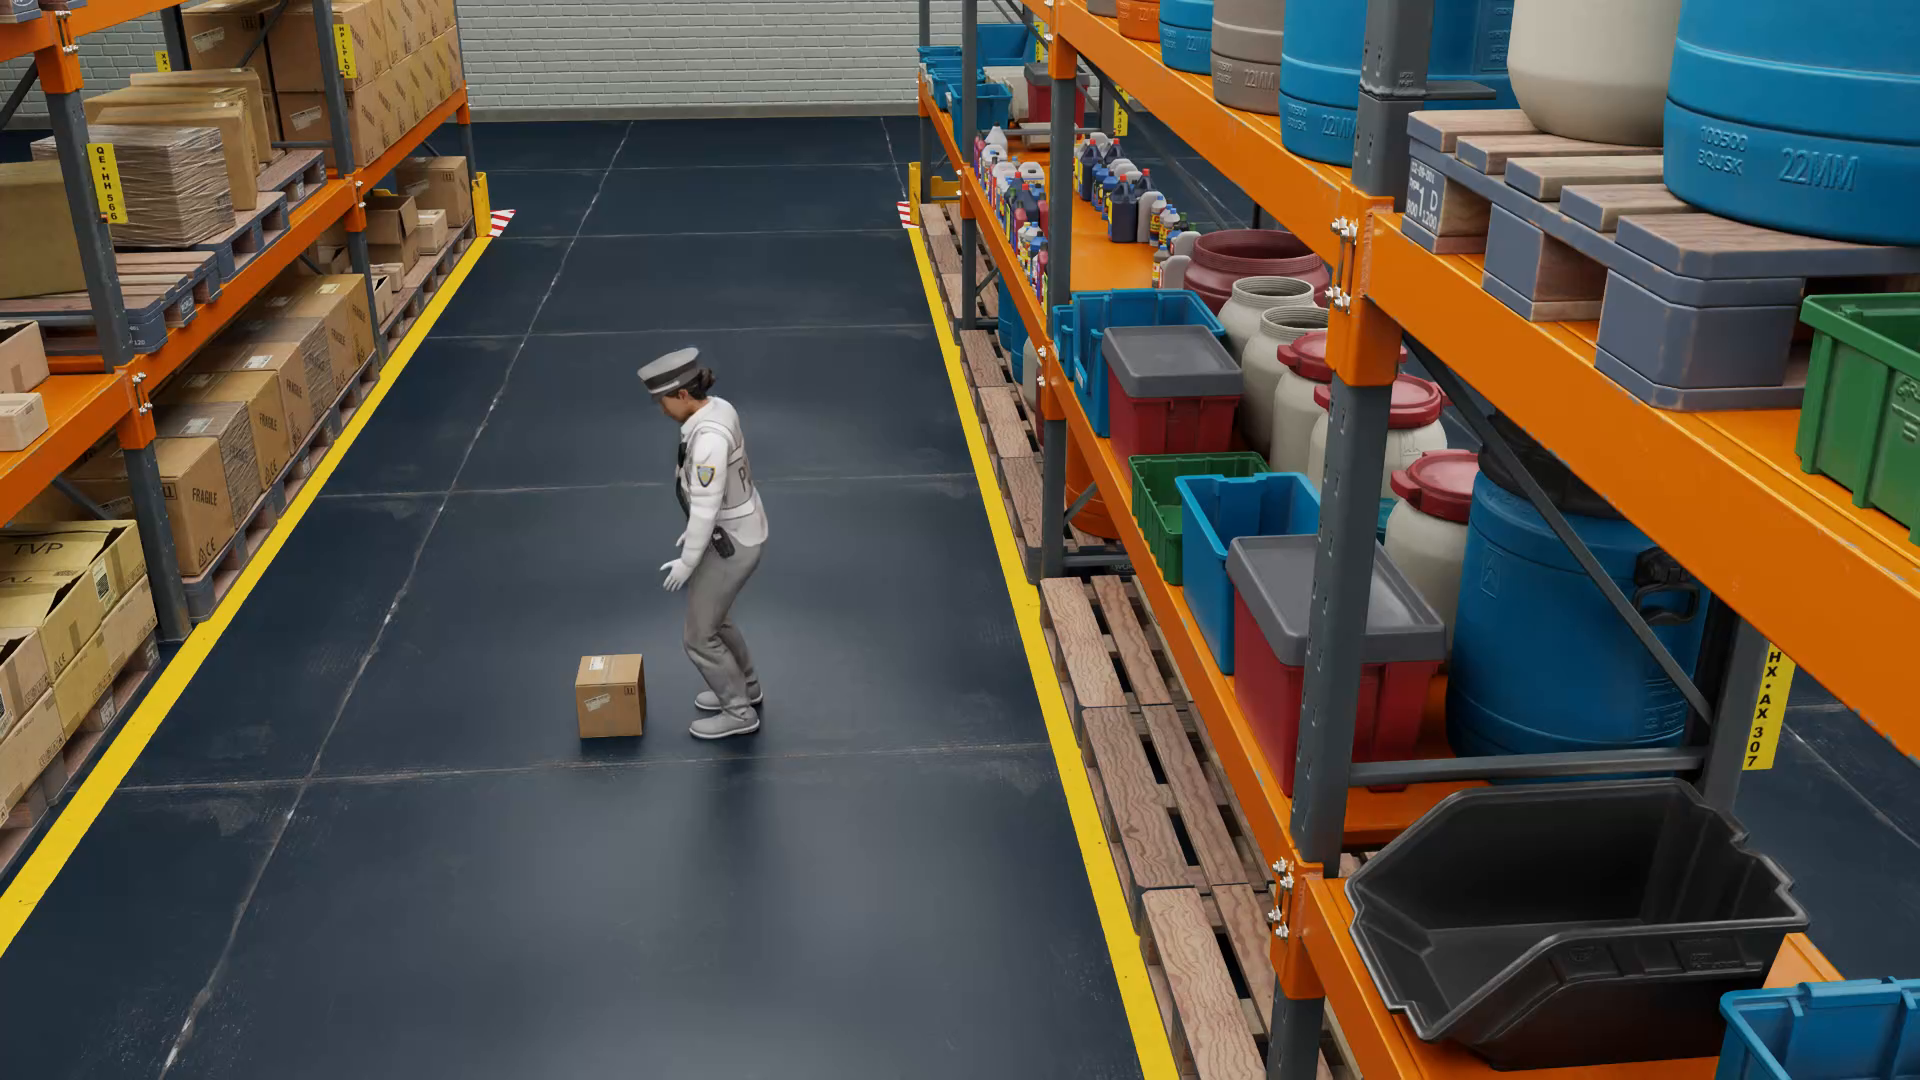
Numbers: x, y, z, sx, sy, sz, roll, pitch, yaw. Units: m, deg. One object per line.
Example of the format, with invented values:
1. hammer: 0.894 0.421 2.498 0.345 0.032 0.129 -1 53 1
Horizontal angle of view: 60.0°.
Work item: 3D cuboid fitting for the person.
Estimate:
1. person: -0.994 0.024 6.621 0.465 1.616 0.504 -2 24 -4
